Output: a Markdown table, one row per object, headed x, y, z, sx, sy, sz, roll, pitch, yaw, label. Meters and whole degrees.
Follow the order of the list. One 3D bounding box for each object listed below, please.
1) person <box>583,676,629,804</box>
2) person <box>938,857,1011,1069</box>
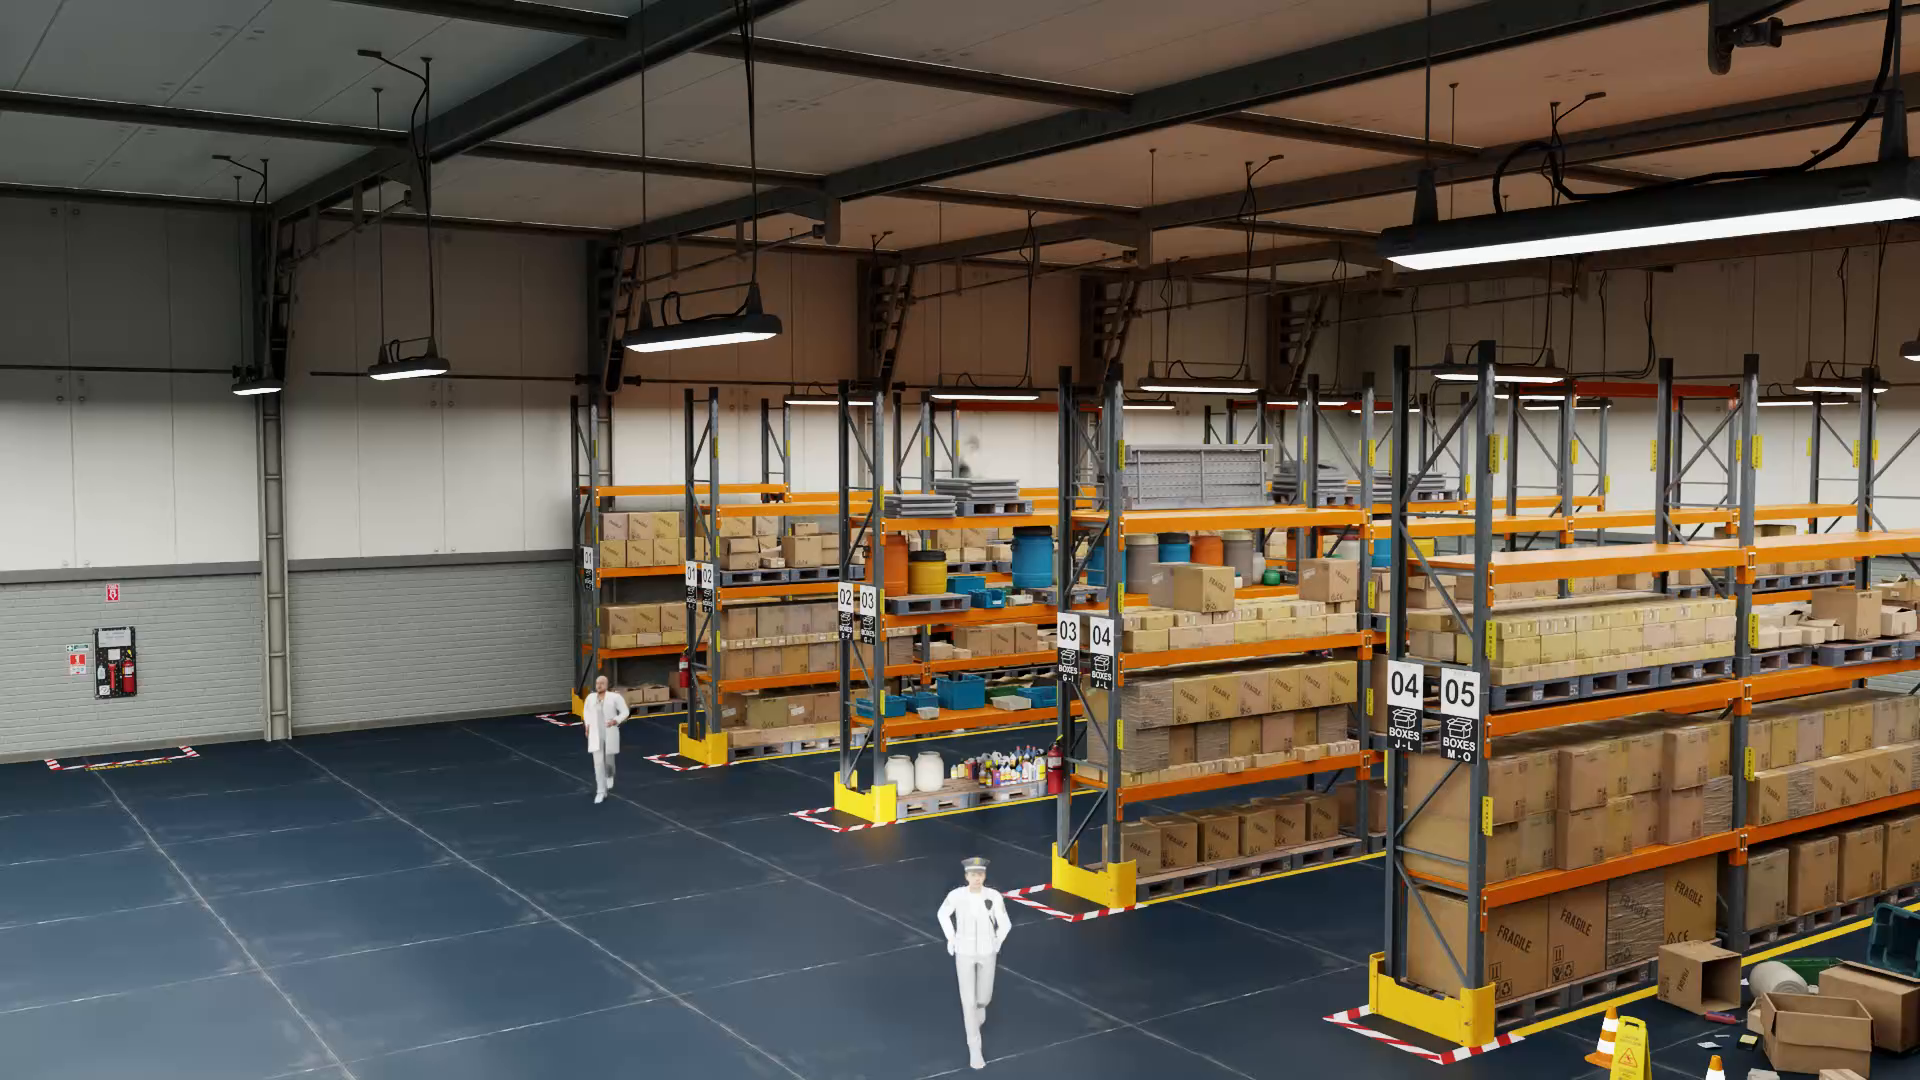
| x | y | z | sx | sy | sz | roll | pitch | yaw | label |
| --- | --- | --- | --- | --- | --- | --- | --- | --- | --- |
| -5.121 | 2.844 | 24.002 | 0.700 | 1.782 | 0.911 | 0 | 3 | 0 | person |
| 0.125 | 3.492 | 14.025 | 0.618 | 1.696 | 0.821 | 0 | 3 | -3 | person |
